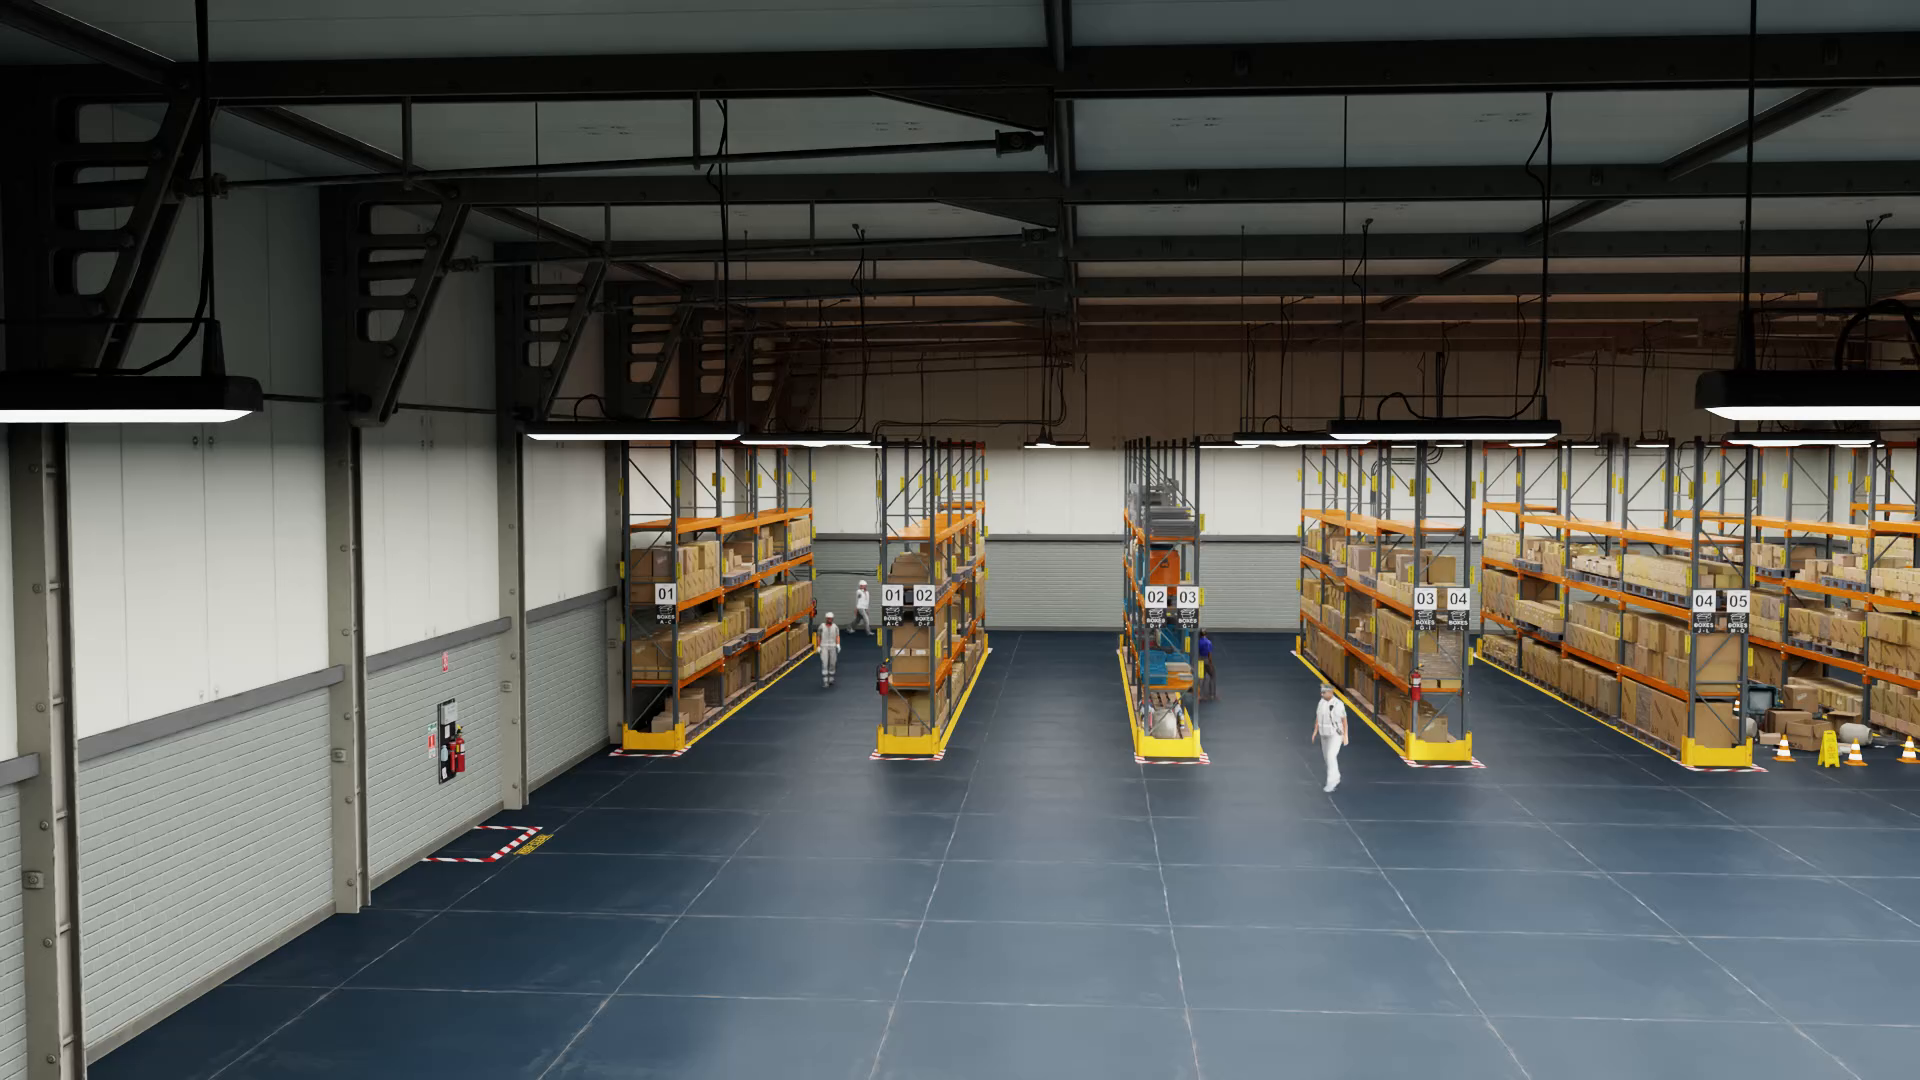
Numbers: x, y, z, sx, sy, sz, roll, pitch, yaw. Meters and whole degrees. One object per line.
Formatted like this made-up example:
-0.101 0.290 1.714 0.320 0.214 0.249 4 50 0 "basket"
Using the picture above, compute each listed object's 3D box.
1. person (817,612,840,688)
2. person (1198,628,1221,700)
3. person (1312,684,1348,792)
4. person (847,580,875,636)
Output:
-3.180 2.674 40.639 0.551 1.793 0.710 -1 3 -16 "person"
5.685 2.859 38.335 0.498 1.676 0.569 3 4 40 "person"
6.281 3.336 28.341 0.682 1.758 0.651 -2 4 -31 "person"
-3.063 2.106 51.674 1.095 1.721 0.525 1 3 23 "person"
